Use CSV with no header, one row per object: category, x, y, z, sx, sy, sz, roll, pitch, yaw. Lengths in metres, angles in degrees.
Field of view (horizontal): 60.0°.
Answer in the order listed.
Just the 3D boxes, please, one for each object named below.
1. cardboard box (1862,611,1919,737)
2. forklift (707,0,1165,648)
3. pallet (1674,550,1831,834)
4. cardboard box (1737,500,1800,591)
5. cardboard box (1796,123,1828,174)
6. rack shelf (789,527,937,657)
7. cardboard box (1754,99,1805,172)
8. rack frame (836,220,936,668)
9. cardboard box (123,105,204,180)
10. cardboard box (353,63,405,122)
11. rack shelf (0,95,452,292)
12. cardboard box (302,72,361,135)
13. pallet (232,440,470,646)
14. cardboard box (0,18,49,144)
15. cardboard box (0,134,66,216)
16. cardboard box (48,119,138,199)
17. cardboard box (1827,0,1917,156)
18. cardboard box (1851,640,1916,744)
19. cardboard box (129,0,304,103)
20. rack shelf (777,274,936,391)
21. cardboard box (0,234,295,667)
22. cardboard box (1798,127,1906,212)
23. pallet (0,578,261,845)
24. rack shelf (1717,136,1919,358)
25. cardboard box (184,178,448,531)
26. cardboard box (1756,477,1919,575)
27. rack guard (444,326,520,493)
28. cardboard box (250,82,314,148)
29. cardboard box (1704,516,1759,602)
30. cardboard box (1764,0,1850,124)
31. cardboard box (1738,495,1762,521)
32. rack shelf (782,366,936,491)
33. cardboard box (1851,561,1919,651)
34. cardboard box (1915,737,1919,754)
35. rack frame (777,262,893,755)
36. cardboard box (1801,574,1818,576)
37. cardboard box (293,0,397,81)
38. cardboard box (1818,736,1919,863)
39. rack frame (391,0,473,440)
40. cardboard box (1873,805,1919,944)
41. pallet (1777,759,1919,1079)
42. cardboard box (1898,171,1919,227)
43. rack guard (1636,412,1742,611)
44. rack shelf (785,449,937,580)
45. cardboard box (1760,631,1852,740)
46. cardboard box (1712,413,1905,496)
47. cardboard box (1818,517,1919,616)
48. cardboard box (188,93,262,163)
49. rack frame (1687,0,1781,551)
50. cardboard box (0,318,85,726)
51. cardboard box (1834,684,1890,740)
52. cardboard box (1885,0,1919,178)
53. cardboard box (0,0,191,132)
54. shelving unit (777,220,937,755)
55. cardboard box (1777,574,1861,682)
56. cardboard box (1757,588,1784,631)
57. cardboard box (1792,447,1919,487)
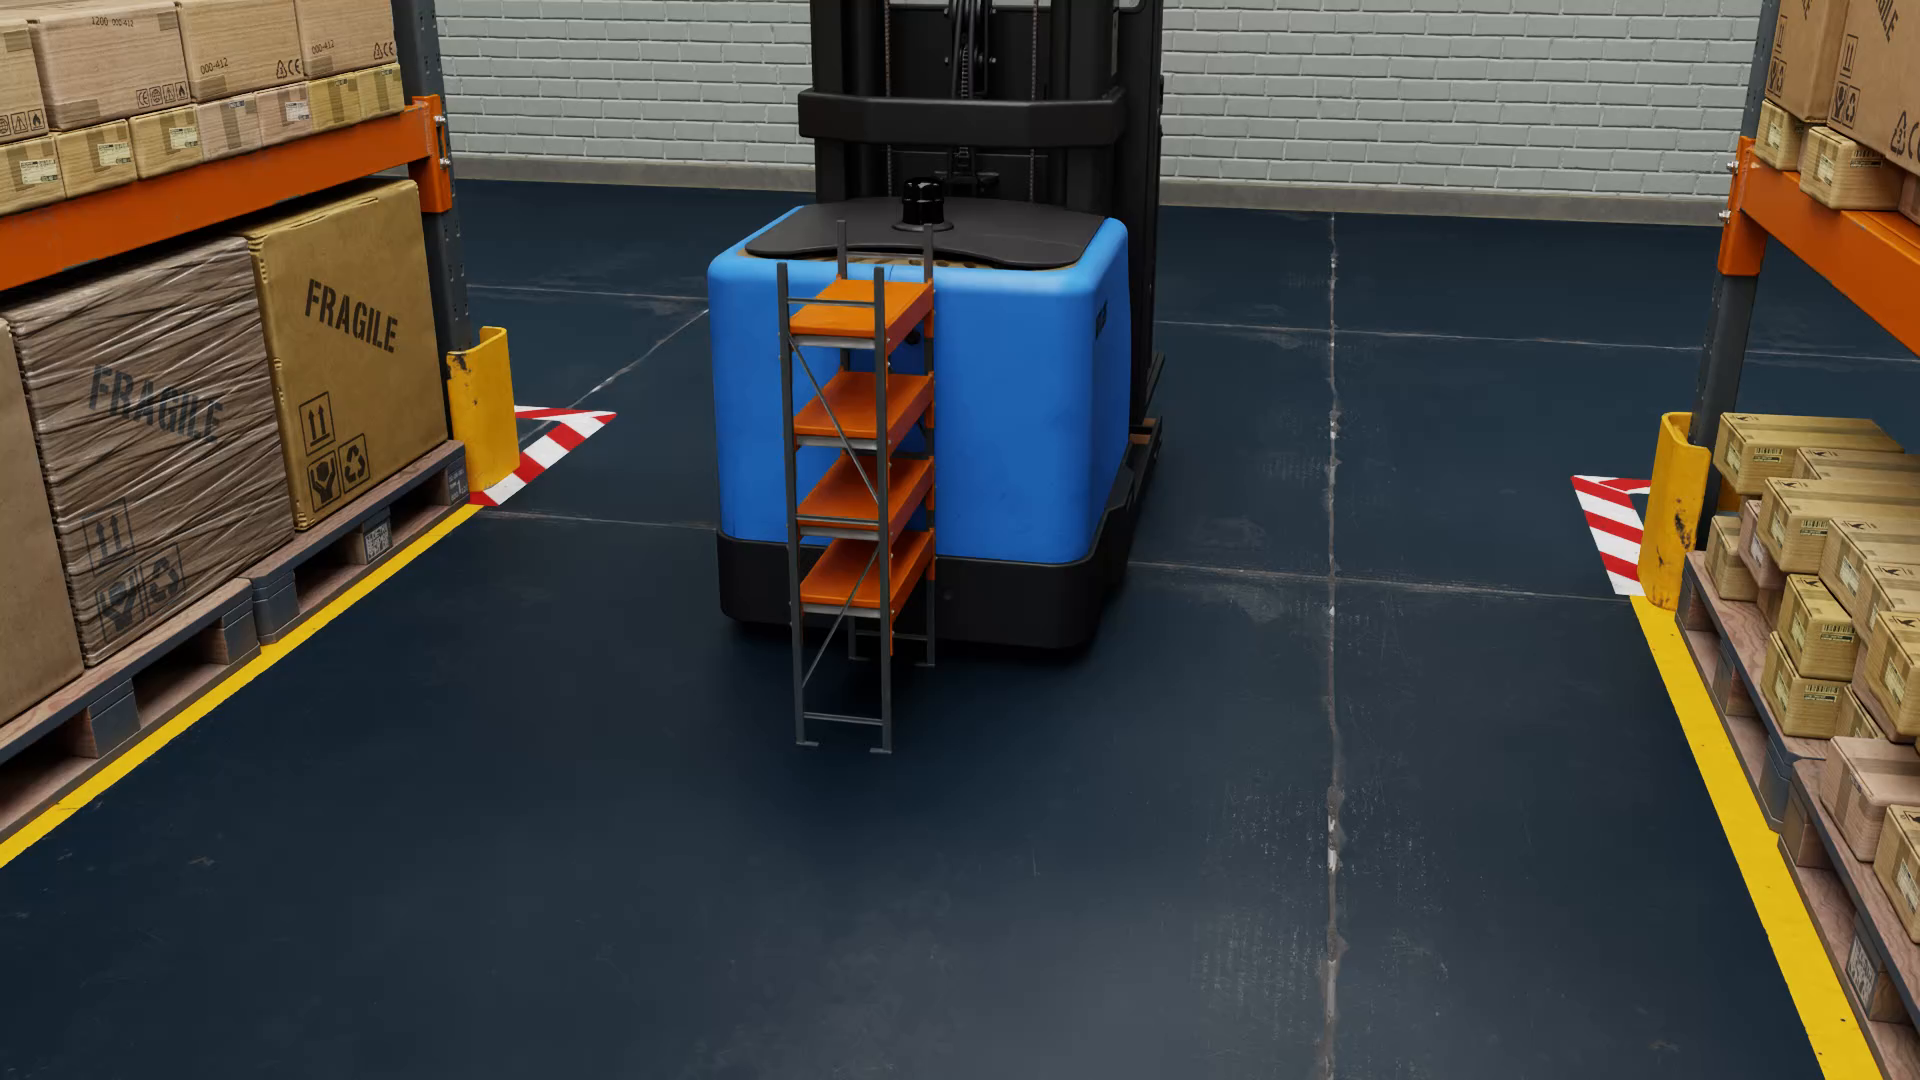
cardboard box,1.954,0.266,3.136,0.380,0.149,0.250,5,22,12
forklift,0.127,-1.589,5.375,1.130,2.935,3.031,4,22,11
pallet,2.427,0.381,4.124,1.003,0.211,1.213,4,22,11
cardboard box,2.173,0.023,4.137,0.380,0.149,0.250,4,22,11
cardboard box,2.244,-0.928,3.979,0.380,0.149,0.250,5,23,13
rack shelf,-0.234,0.113,4.178,0.258,0.148,0.480,4,22,11
cardboard box,2.256,-1.024,4.218,0.380,0.149,0.250,4,22,10
rack frame,-0.185,-0.223,4.300,0.240,1.200,0.015,4,22,11
cardboard box,-2.149,-1.004,4.167,0.380,0.149,0.250,4,22,10
cardboard box,-1.942,-1.378,5.095,0.380,0.149,0.250,5,22,12
rack shelf,-2.600,-0.584,3.752,1.077,0.370,4.000,4,22,11
cardboard box,-1.994,-1.282,4.859,0.380,0.149,0.250,5,22,11
pallet,-2.279,-0.058,5.214,1.003,0.211,1.213,4,22,11
cardboard box,-2.341,-0.958,3.520,0.500,0.250,0.500,4,22,11
cardboard box,-2.255,-0.819,3.707,0.380,0.149,0.250,5,22,12
cardboard box,-2.202,-0.909,3.932,0.380,0.149,0.250,5,22,11
cardboard box,2.196,-1.078,3.483,0.500,0.500,0.500,5,22,11
cardboard box,2.090,0.309,3.426,0.380,0.149,0.250,3,22,8
cardboard box,-2.135,-1.335,4.456,0.500,0.250,0.500,4,22,10
rack shelf,-0.234,-0.498,3.932,0.258,0.148,0.480,4,22,11
cardboard box,-2.430,-0.286,4.330,0.875,0.875,0.875,4,22,11
cardboard box,2.137,-0.834,3.745,0.380,0.149,0.250,4,22,9
pallet,-2.530,0.387,4.109,1.003,0.211,1.213,4,22,11
rack shelf,2.235,-0.169,2.722,1.077,0.370,4.000,4,22,11
cardboard box,-2.244,-0.618,5.156,0.875,0.875,0.875,4,22,11
cardboard box,2.088,-0.025,3.857,0.380,0.149,0.250,4,22,11
rack guard,-2.187,-0.499,5.923,1.175,0.500,0.348,4,22,11
cardboard box,-2.046,-1.190,4.630,0.380,0.149,0.250,5,22,11
cardboard box,2.223,0.060,4.442,0.380,0.149,0.250,5,22,12
cardboard box,2.281,-1.276,3.974,0.500,0.500,0.500,6,23,13
cardboard box,2.285,-0.073,4.375,0.380,0.149,0.250,5,23,13
rack shelf,-0.234,-0.278,4.020,0.258,0.148,0.480,4,22,11
cardboard box,2.053,0.173,3.366,0.380,0.149,0.250,5,23,13
cardboard box,2.076,0.412,3.172,0.380,0.149,0.250,6,23,14
rack frame,-0.284,-0.044,3.857,0.240,1.200,0.015,4,22,11
cardboard box,2.210,0.119,3.898,0.380,0.149,0.250,5,22,12
cardboard box,-2.031,-1.520,4.916,0.500,0.250,0.500,4,22,10
cardboard box,1.951,0.524,3.291,0.380,0.149,0.250,3,22,8
rack frame,-2.192,-1.649,5.434,1.000,3.000,0.127,4,22,11
cardboard box,1.920,0.627,3.035,0.380,0.149,0.250,4,22,11
pallet,2.176,0.826,3.020,1.003,0.211,1.213,4,22,11
cardboard box,2.218,-0.729,3.484,0.380,0.149,0.250,6,23,13
rack guard,2.627,-0.047,4.801,1.175,0.500,0.348,4,22,11
rack shelf,-0.234,-0.071,4.104,0.258,0.148,0.480,4,22,11
cardboard box,2.046,0.339,3.751,0.380,0.149,0.250,5,22,12
cardboard box,2.203,-0.217,4.335,0.380,0.149,0.250,3,22,8
cardboard box,2.118,0.072,3.616,0.380,0.149,0.250,3,22,8
cardboard box,-2.098,-1.099,4.403,0.380,0.149,0.250,5,22,12
rack frame,2.643,-1.234,4.403,1.000,3.000,0.127,4,22,11
cardboard box,-2.612,0.040,3.521,0.875,0.875,0.875,4,22,11
cardboard box,2.087,0.439,3.501,0.380,0.149,0.250,5,22,11
cardboard box,2.084,-0.900,3.040,0.500,0.500,0.500,5,22,12
cardboard box,-2.239,-1.149,3.993,0.500,0.250,0.500,4,22,9
shelving unit,-0.234,-0.133,4.078,0.258,1.200,0.503,4,22,11
cardboard box,2.052,0.205,3.685,0.380,0.149,0.250,5,23,13
cardboard box,2.249,0.162,4.189,0.380,0.149,0.250,4,22,11
cardboard box,2.265,-0.107,4.062,0.380,0.149,0.250,5,22,12
